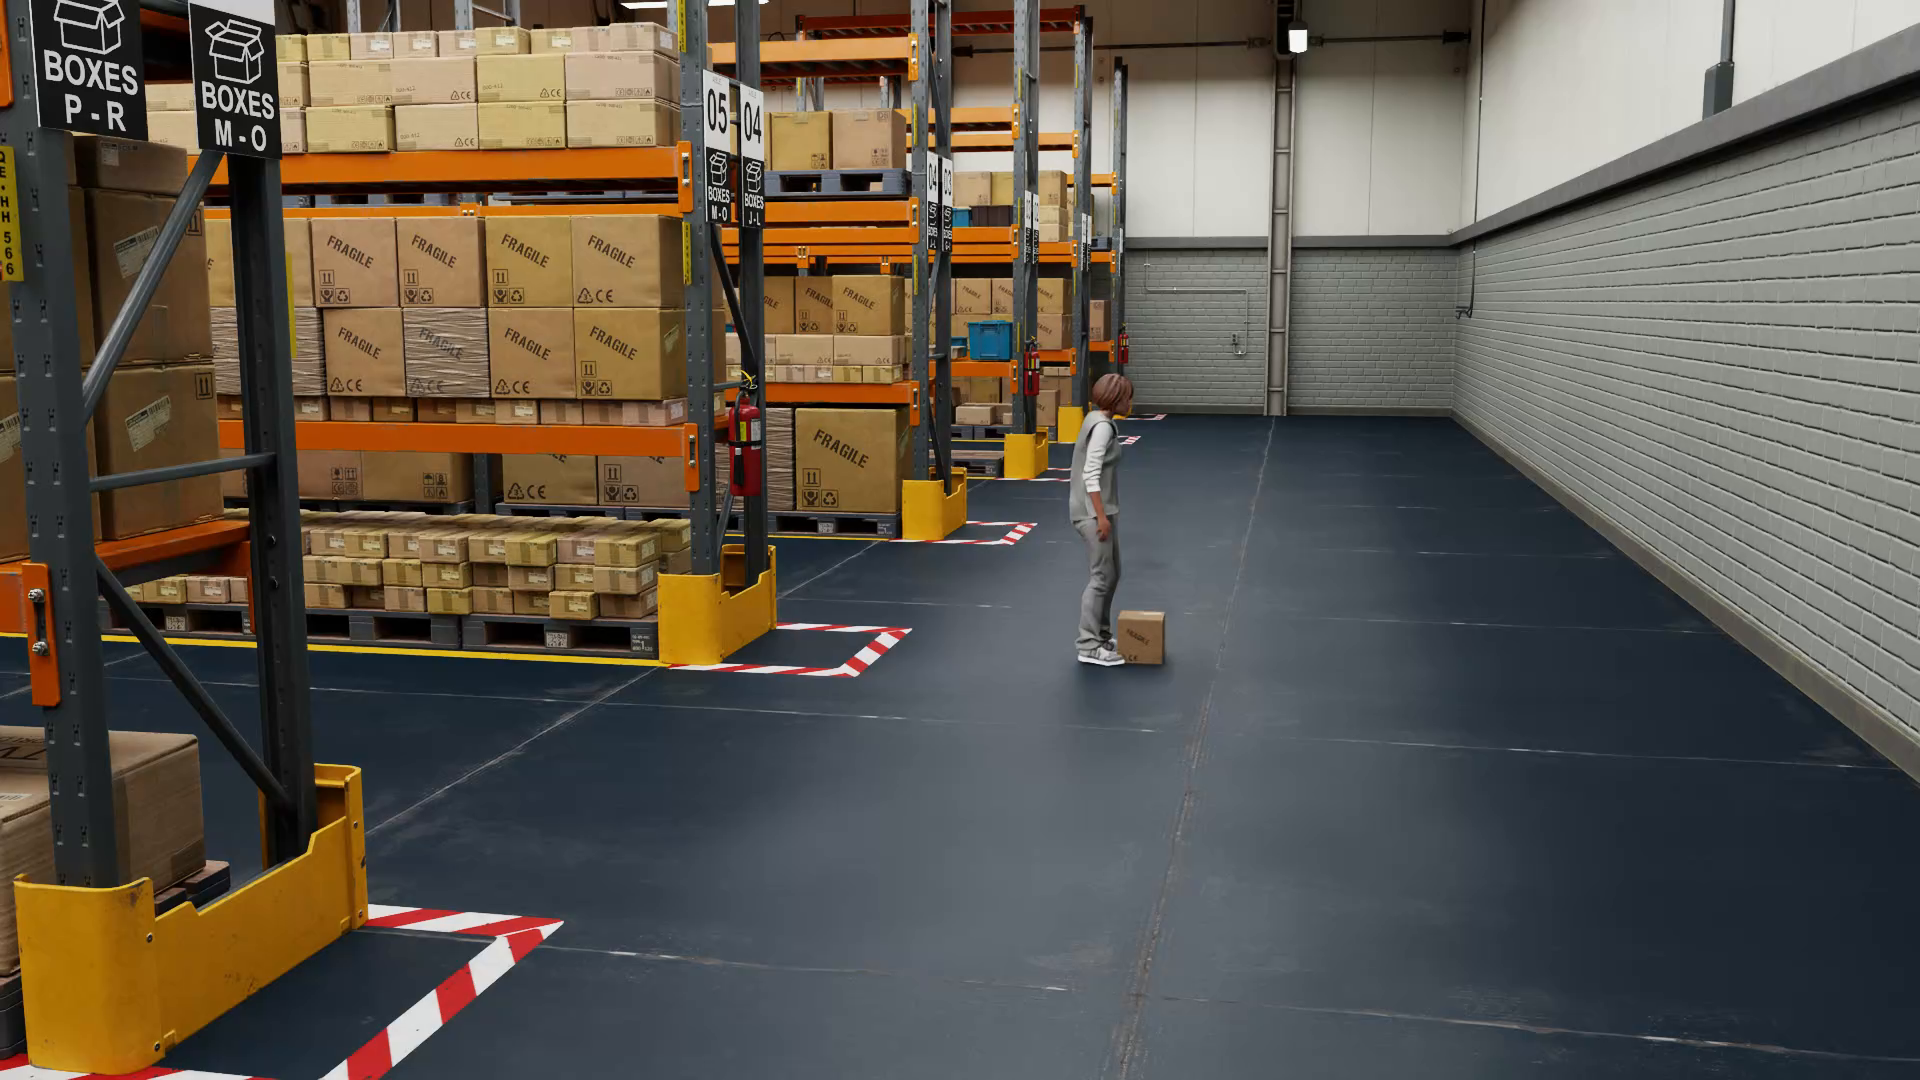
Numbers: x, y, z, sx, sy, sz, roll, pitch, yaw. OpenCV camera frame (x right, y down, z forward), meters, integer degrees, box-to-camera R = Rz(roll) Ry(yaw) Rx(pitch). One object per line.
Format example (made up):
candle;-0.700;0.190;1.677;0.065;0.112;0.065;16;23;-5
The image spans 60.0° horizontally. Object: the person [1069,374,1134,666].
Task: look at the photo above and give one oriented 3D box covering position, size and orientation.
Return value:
person;0.792;-0.124;9.230;0.376;1.592;0.467;1;8;9
